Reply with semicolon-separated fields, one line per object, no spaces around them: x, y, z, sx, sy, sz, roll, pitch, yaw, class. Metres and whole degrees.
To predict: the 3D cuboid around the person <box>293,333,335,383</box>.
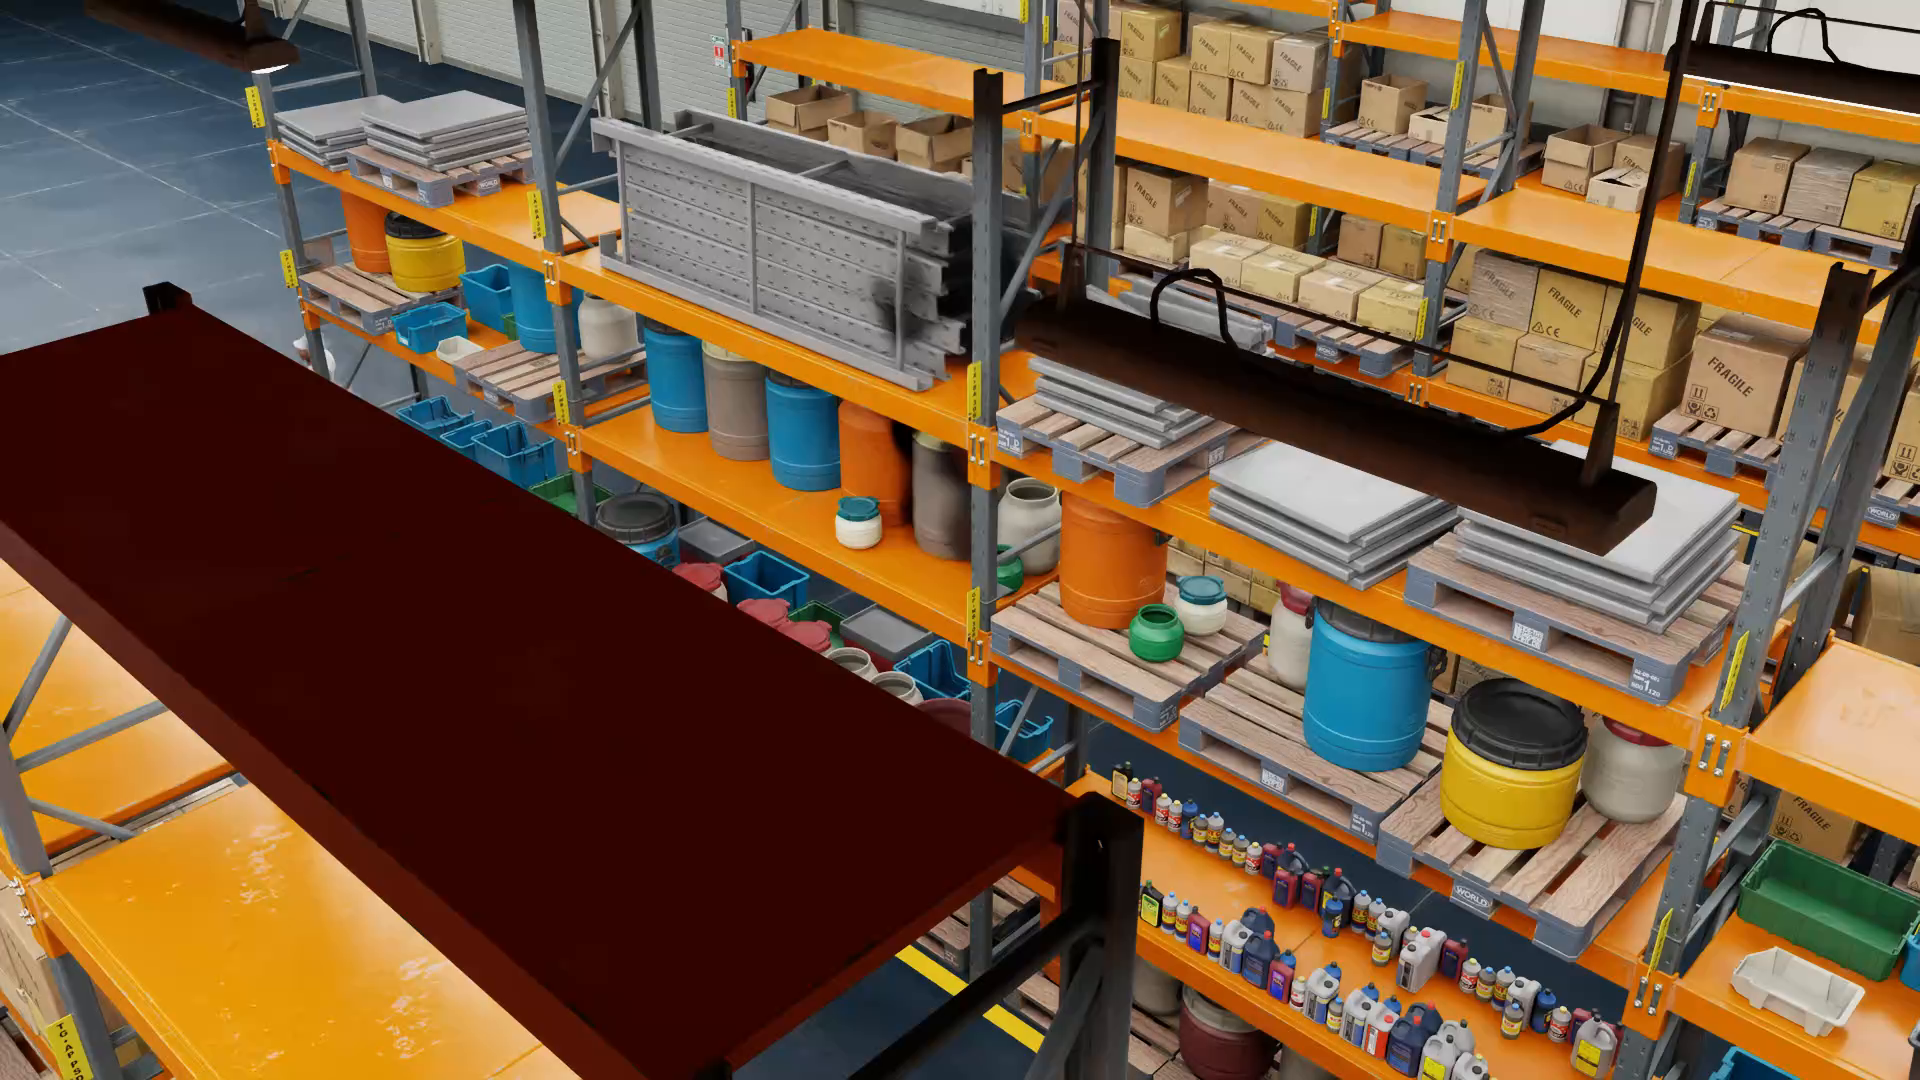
-6.424;-1.273;16.651;0.916;1.763;0.739;-2;29;-4;person
